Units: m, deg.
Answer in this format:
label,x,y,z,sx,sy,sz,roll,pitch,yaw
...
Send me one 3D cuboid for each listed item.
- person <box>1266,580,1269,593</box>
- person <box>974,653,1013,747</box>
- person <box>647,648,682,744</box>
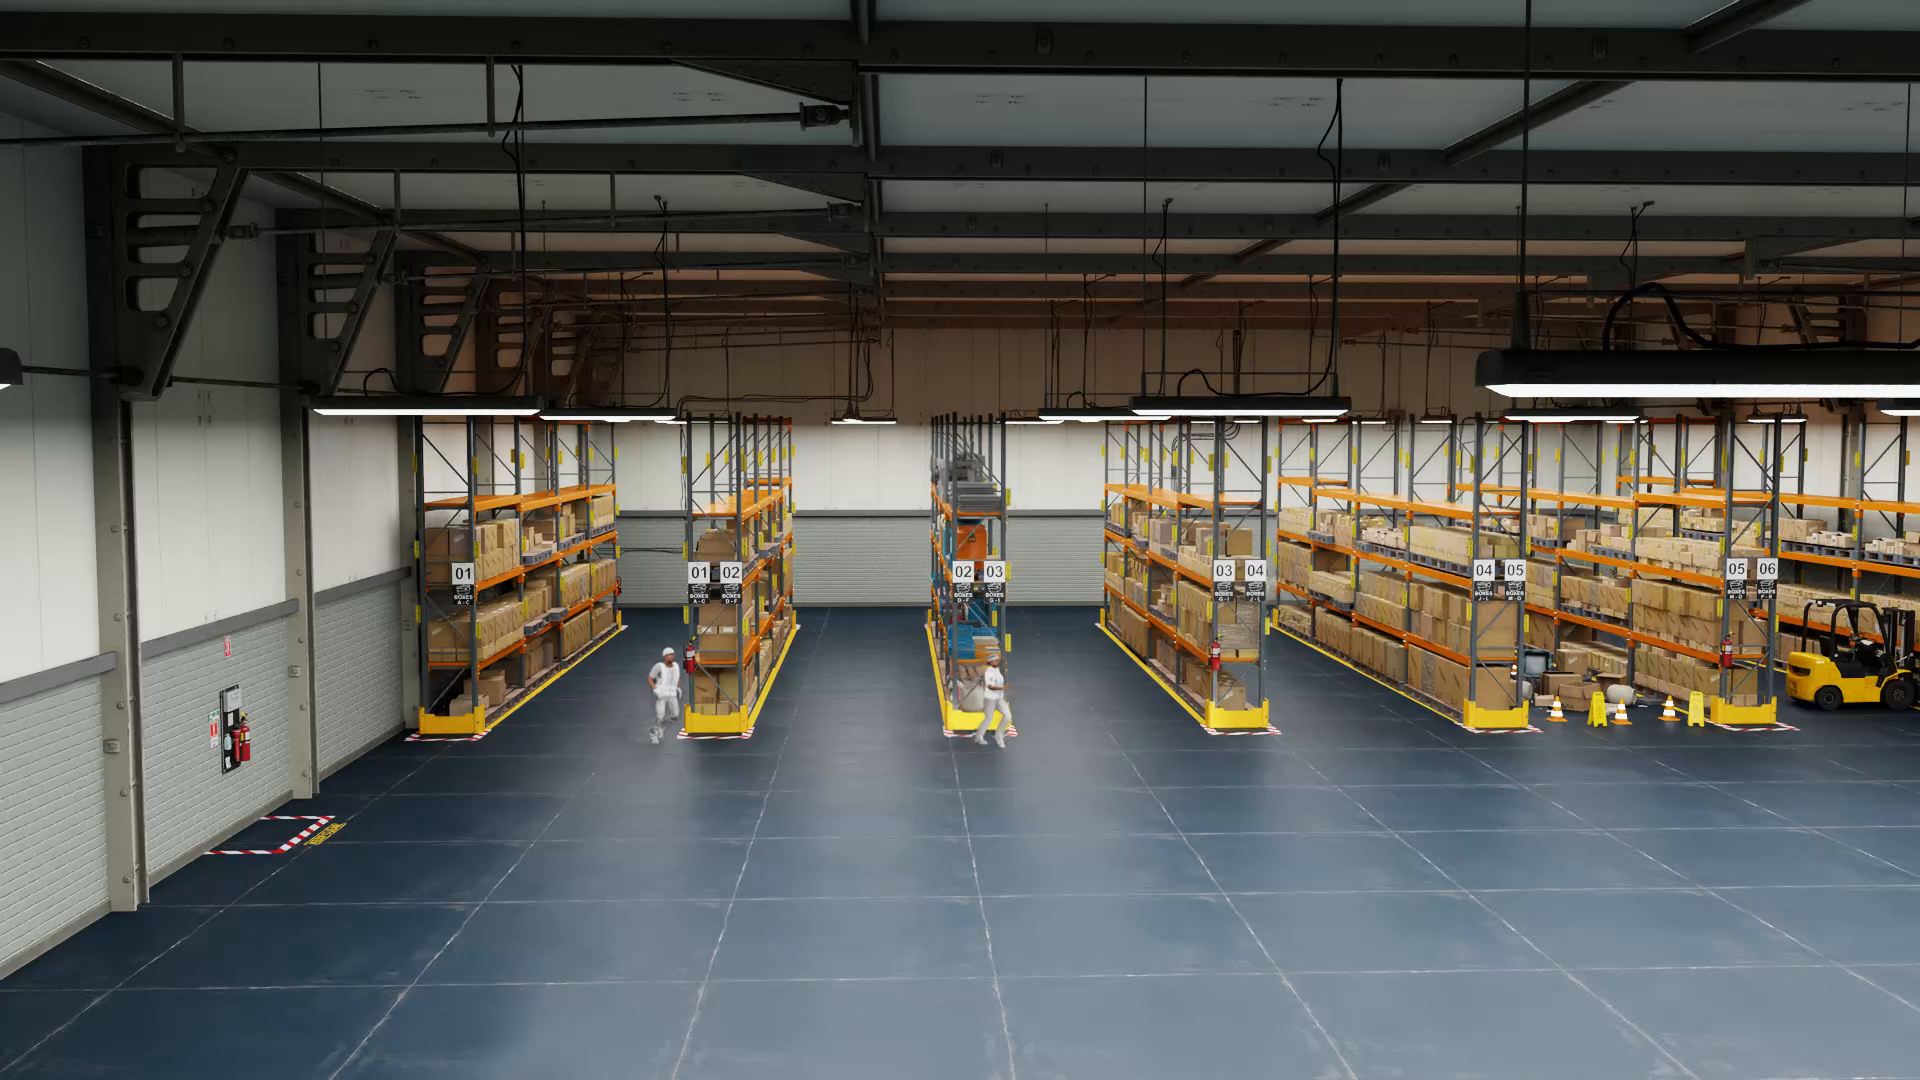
label,x,y,z,sx,sy,sz,roll,pitch,yaw
person,8.758,1.651,48.610,0.650,1.532,0.569,-2,5,-32
person,0.623,2.863,29.758,0.725,1.721,0.536,3,5,34
person,-5.299,2.816,30.136,0.744,1.708,0.529,-3,5,-41
